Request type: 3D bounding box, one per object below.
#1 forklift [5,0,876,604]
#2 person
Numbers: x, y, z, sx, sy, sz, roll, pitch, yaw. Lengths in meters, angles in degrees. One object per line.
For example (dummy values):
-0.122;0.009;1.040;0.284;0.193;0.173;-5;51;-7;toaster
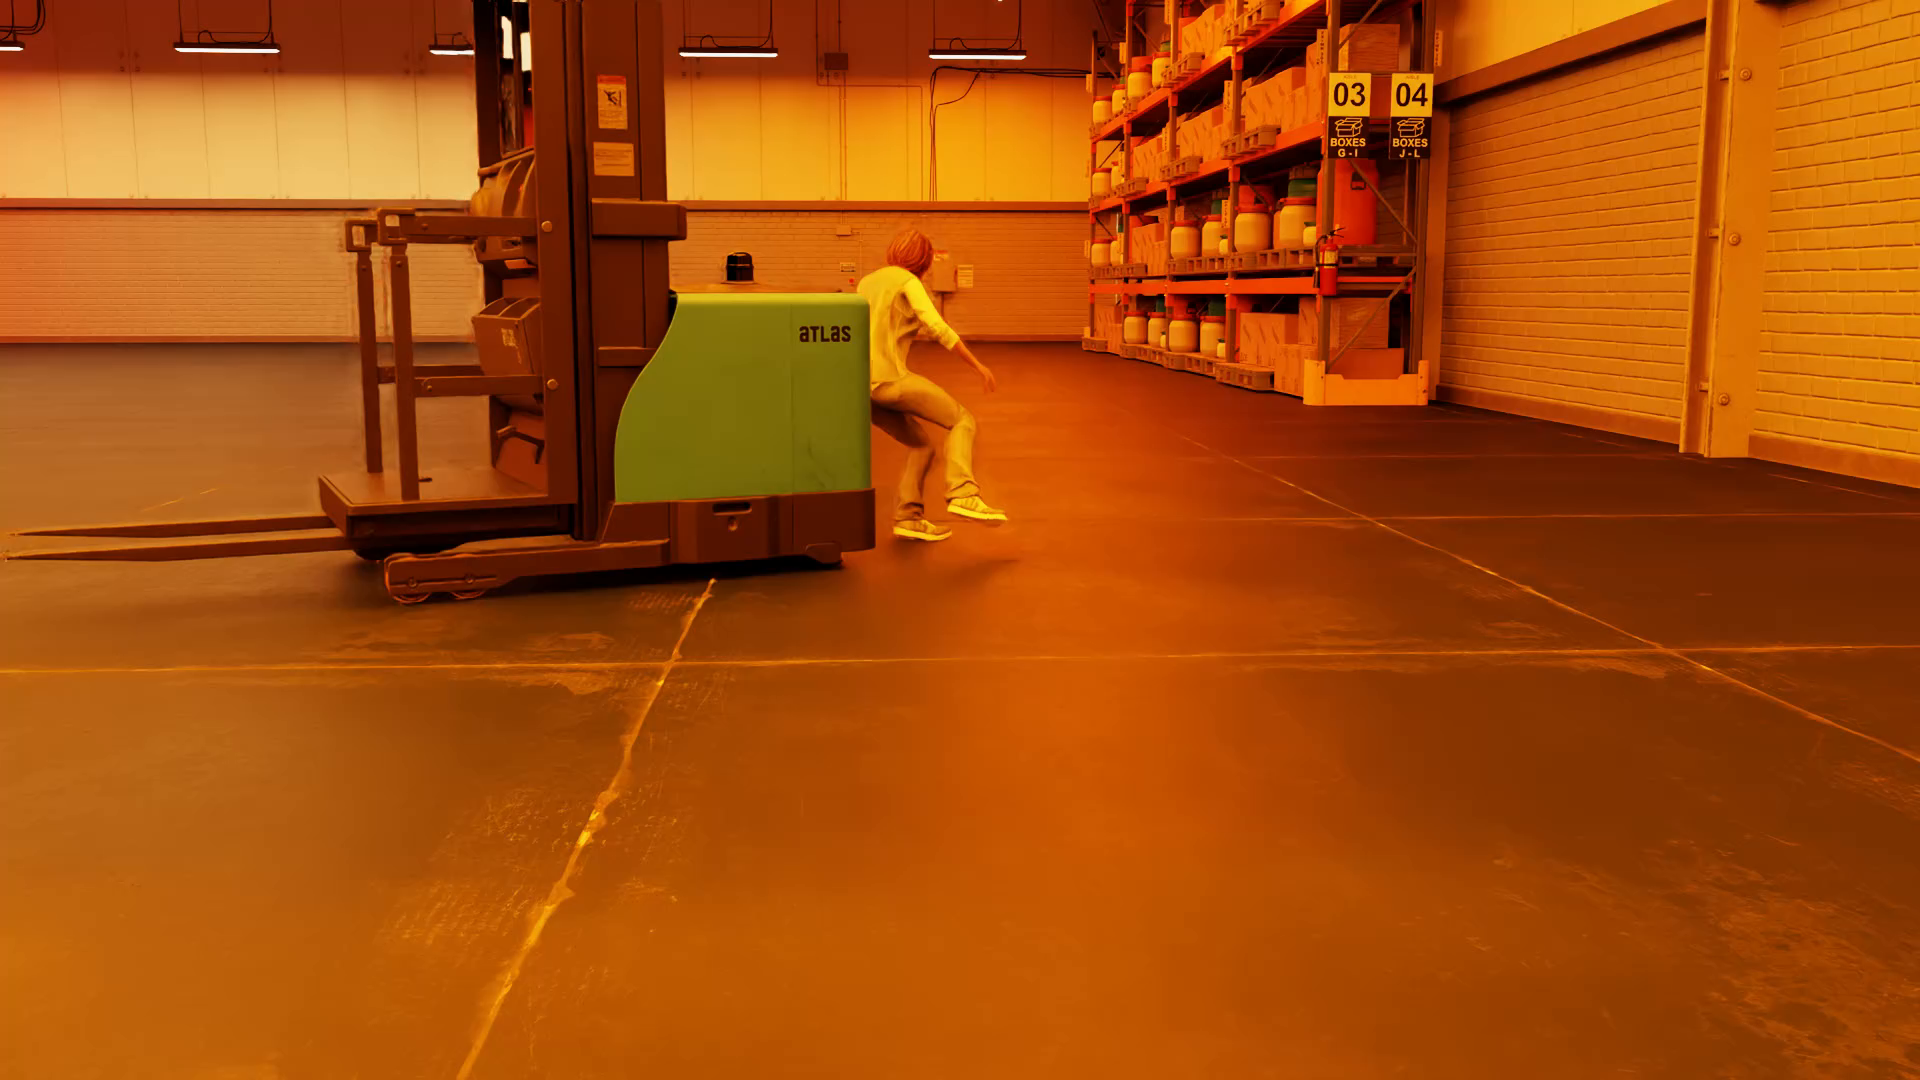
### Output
-1.892;-1.314;6.182;3.031;2.935;1.130;-4;9;-26;forklift
-0.095;-0.696;7.433;1.027;1.363;0.849;8;12;43;person
